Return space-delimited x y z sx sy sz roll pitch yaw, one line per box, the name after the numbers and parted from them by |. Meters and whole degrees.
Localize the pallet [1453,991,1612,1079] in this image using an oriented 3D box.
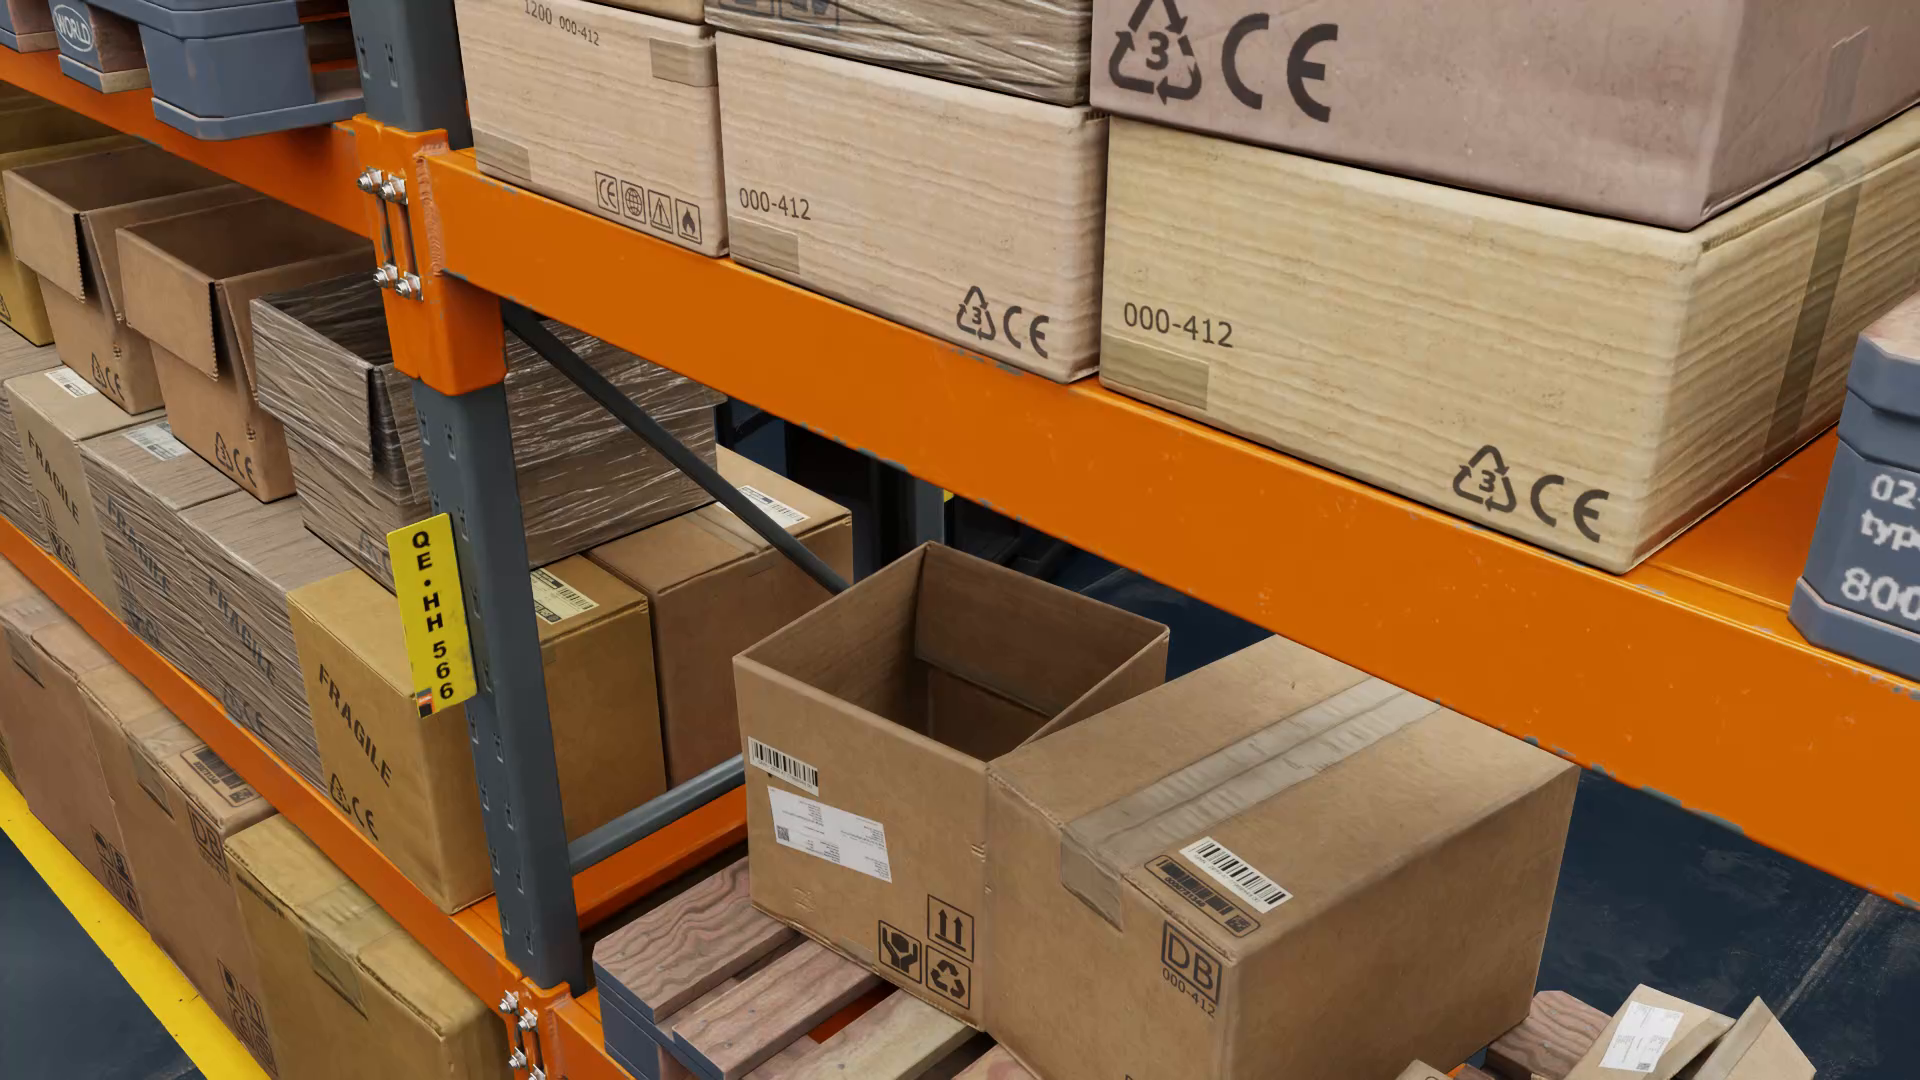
1.018 1.164 2.020 1.213 0.211 1.003 25 36 38 | pallet

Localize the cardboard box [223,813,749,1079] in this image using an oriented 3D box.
-0.900 0.969 4.016 0.875 0.875 1.225 23 35 36 | cardboard box

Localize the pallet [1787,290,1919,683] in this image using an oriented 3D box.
1.323 -0.067 1.133 1.003 0.211 1.213 25 36 38 | pallet

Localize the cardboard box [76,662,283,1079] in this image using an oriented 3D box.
-1.530 0.675 4.574 0.875 0.875 1.225 25 36 39 | cardboard box

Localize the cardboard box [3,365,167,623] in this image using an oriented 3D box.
-2.034 -0.176 4.254 0.500 0.500 0.500 -24 36 -38 | cardboard box

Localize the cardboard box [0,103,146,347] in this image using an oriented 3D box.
-2.332 -0.914 4.579 0.797 0.503 0.637 -25 37 -39 | cardboard box

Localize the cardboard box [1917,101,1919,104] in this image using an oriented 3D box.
0.809 -0.744 1.574 0.500 0.500 0.500 -25 36 -38 | cardboard box

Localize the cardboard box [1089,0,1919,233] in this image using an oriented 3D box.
0.455 -0.580 1.262 0.500 0.500 0.500 23 36 37 | cardboard box

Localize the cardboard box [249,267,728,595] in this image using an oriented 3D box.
-0.932 -0.286 3.385 0.797 0.503 0.637 -24 36 -38 | cardboard box

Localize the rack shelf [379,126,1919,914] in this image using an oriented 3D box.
1.004 0.090 1.406 4.000 0.370 1.077 25 36 38 | rack shelf

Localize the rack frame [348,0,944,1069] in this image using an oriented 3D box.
-0.420 0.445 3.180 0.053 2.616 0.949 25 36 38 | rack frame

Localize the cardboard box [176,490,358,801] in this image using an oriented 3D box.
-1.299 0.159 3.618 0.500 0.500 0.500 24 36 38 | cardboard box

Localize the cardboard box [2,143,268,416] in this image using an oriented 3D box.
-1.878 -0.716 4.203 0.797 0.503 0.637 -24 36 -38 | cardboard box

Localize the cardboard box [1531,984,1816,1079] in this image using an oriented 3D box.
0.956 0.774 2.247 0.258 0.266 0.396 23 36 37 | cardboard box

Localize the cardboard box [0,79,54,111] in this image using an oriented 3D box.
-2.813 -1.141 5.012 0.637 0.503 0.797 23 36 37 | cardboard box

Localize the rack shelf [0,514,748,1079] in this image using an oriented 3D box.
-1.849 0.112 4.587 4.000 0.370 1.077 25 36 38 | rack shelf

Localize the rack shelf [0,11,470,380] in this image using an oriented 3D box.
-1.849 -1.215 3.888 4.000 0.370 1.077 25 36 38 | rack shelf

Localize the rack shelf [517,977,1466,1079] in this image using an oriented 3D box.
1.004 1.417 2.104 4.000 0.370 1.077 25 36 38 | rack shelf

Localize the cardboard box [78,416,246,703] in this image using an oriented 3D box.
-1.672 -0.010 3.938 0.500 0.500 0.500 23 36 37 | cardboard box

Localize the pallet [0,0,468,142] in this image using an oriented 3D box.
-0.919 -0.990 2.890 1.213 0.211 1.003 -23 36 -37 | pallet

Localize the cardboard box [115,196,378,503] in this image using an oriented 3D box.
-1.395 -0.499 3.791 0.797 0.503 0.637 -24 36 -38 | cardboard box

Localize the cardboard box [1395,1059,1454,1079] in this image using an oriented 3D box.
0.611 0.950 1.930 0.500 0.250 0.500 23 36 37 | cardboard box

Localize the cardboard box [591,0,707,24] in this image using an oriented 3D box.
-0.268 -0.908 1.886 0.500 0.500 0.500 -25 37 -39 | cardboard box

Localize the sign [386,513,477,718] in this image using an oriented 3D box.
-0.809 0.119 2.556 0.005 0.325 0.100 25 36 38 | sign

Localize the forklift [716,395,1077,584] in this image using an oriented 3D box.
-0.336 -1.019 6.039 1.130 2.935 3.031 14 31 24 | forklift

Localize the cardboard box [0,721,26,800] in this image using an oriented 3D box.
-2.804 0.098 5.672 0.875 0.875 1.225 25 36 39 | cardboard box

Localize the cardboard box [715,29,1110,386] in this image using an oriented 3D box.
0.100 -0.409 1.744 0.500 0.250 0.500 -24 36 -38 | cardboard box

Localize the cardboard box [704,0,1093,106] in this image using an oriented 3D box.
0.091 -0.741 1.569 0.500 0.500 0.500 25 37 39 | cardboard box

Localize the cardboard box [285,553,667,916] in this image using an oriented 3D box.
-0.948 0.323 3.305 0.500 0.500 0.500 -24 36 -38 | cardboard box

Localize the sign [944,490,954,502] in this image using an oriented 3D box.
-0.049 -0.214 3.275 0.005 0.325 0.100 25 36 38 | sign

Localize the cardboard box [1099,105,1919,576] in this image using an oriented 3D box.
0.473 -0.245 1.431 0.500 0.250 0.500 -24 36 -38 | cardboard box

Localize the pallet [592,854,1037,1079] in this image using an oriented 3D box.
0.160 0.728 2.848 1.003 0.211 1.213 25 36 38 | pallet

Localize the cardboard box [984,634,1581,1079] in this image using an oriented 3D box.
0.459 0.528 2.464 0.700 0.500 0.500 -19 33 -32 | cardboard box

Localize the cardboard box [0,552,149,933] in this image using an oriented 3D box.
-2.167 0.389 5.119 0.875 0.875 1.225 23 36 37 | cardboard box

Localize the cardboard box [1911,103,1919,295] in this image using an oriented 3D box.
0.808 -0.419 1.762 0.500 0.250 0.500 -24 36 -38 | cardboard box

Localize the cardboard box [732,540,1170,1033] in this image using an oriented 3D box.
-0.009 0.379 2.747 0.500 0.500 0.500 20 33 33 | cardboard box

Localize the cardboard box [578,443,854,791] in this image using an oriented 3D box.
-0.578 0.153 3.628 0.500 0.500 0.500 -24 36 -38 | cardboard box

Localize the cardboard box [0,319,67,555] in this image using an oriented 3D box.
-2.406 -0.343 4.572 0.500 0.500 0.500 24 36 37 | cardboard box

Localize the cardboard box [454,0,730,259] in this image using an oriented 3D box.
-0.266 -0.577 2.063 0.500 0.250 0.500 -25 36 -38 | cardboard box
